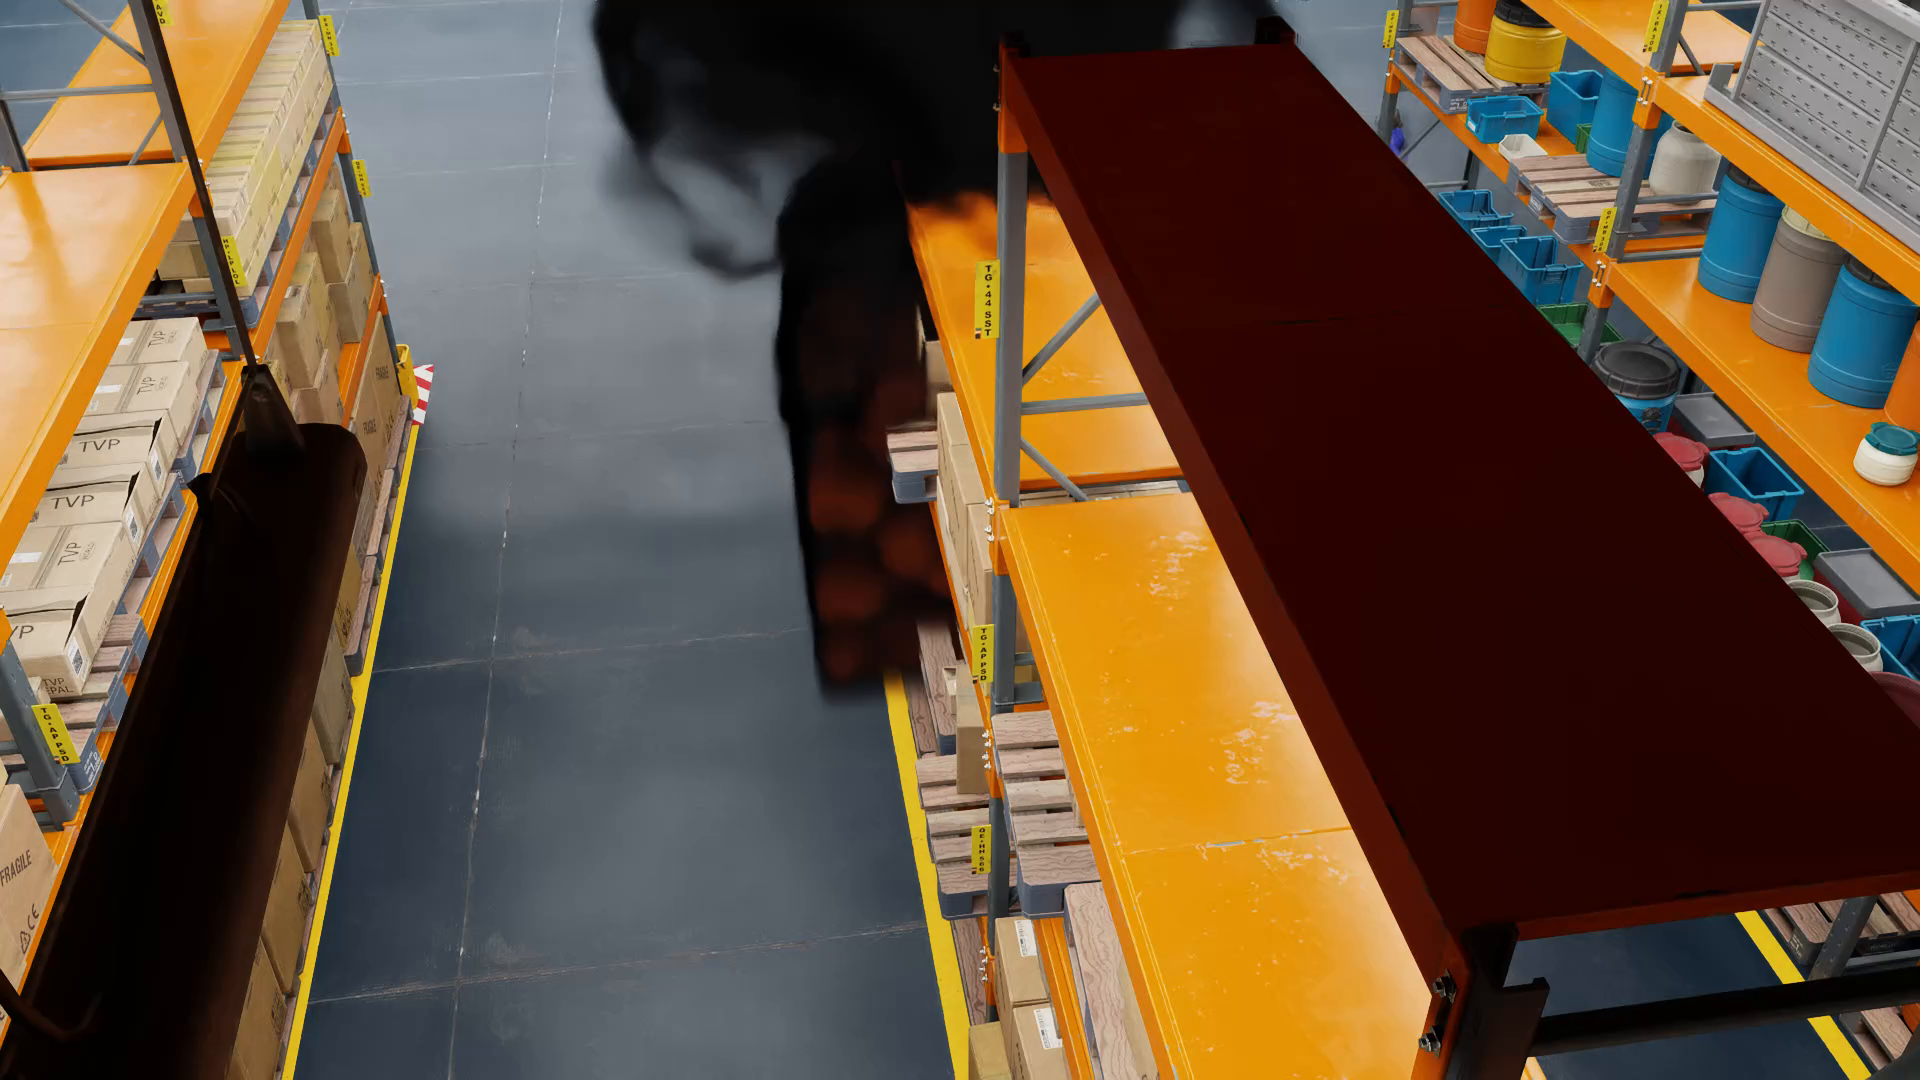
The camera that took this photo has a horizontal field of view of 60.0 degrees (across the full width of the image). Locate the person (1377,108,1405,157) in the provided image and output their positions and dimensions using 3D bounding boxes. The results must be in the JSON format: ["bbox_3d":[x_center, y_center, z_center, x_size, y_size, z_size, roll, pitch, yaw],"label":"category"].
[{"bbox_3d":[4.321,-3.601,16.957,0.837,1.683,0.617,18,40,23],"label":"person"}]
